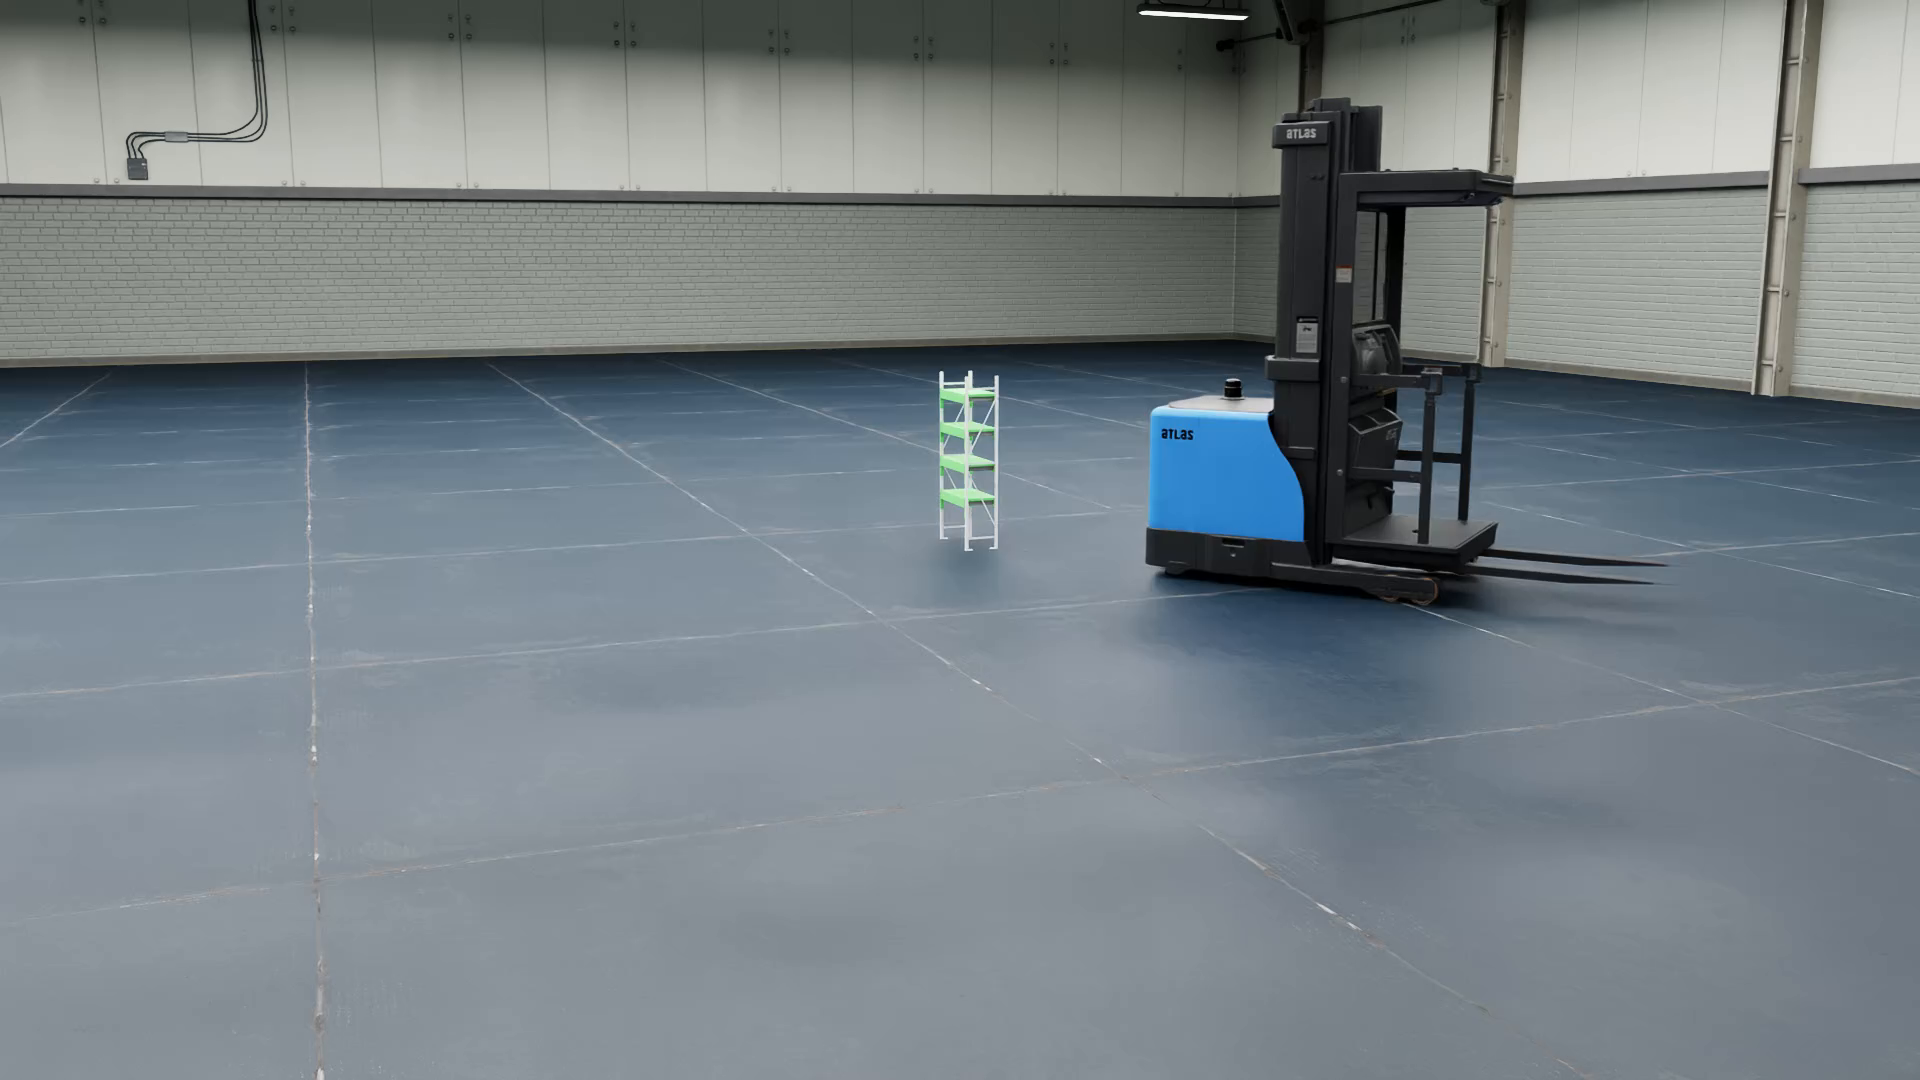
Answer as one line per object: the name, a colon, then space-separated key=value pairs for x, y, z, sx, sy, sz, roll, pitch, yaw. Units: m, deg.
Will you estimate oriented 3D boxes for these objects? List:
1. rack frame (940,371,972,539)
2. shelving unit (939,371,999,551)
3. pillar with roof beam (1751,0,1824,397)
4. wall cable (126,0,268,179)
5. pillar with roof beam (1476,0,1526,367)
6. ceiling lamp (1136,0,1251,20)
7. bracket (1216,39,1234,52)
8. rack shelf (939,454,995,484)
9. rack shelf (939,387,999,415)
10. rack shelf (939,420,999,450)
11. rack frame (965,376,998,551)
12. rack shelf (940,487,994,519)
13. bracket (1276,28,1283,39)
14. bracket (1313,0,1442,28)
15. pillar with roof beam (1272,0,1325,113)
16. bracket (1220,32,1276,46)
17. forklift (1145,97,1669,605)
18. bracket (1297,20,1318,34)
rack frame: x=-0.028 y=-0.604 z=11.887 sx=0.240 sy=1.200 sz=0.015 roll=-4 pitch=11 yaw=-21
shelving unit: x=0.060 y=-0.564 z=11.663 sx=0.258 sy=1.200 sz=0.503 roll=-4 pitch=11 yaw=-21
pillar with roof beam: x=7.382 y=-6.197 z=21.062 sx=9.100 sy=9.000 sz=0.400 roll=-4 pitch=11 yaw=-21
wall cable: x=-13.294 y=-9.269 z=28.621 sx=2.305 sy=6.003 sz=0.169 roll=-4 pitch=11 yaw=-21
pillar with roof beam: x=5.208 y=-7.176 z=26.568 sx=9.100 sy=9.000 sz=0.548 roll=-4 pitch=11 yaw=-21
ceiling lamp: x=3.823 y=-10.357 z=27.783 sx=2.000 sy=3.185 sz=0.800 roll=-4 pitch=11 yaw=-21
bracket: x=5.706 y=-10.633 z=35.723 sx=0.235 sy=0.232 sz=0.430 roll=-4 pitch=11 yaw=-21
rack shelf: x=0.060 y=-0.501 z=11.674 sx=0.258 sy=0.148 sz=0.480 roll=-4 pitch=11 yaw=-21
rack shelf: x=0.060 y=-0.973 z=11.590 sx=0.258 sy=0.148 sz=0.480 roll=-4 pitch=11 yaw=-21
rack shelf: x=0.060 y=-0.737 z=11.632 sx=0.258 sy=0.148 sz=0.480 roll=-4 pitch=11 yaw=-21
rack frame: x=0.148 y=-0.524 z=11.439 sx=0.240 sy=1.200 sz=0.015 roll=-4 pitch=11 yaw=-21
rack shelf: x=0.060 y=-0.265 z=11.716 sx=0.258 sy=0.148 sz=0.480 roll=-4 pitch=11 yaw=-21
bracket: x=6.565 y=-10.246 z=33.549 sx=0.235 sy=0.232 sz=0.430 roll=-4 pitch=11 yaw=-21
bracket: x=7.799 y=-9.690 z=30.423 sx=0.076 sy=0.066 sz=4.783 roll=-4 pitch=11 yaw=-21
pillar with roof beam: x=3.034 y=-8.156 z=32.074 sx=9.100 sy=9.000 sz=0.548 roll=-4 pitch=11 yaw=-21
bracket: x=5.920 y=-10.537 z=35.181 sx=0.076 sy=0.066 sz=3.189 roll=-4 pitch=11 yaw=-21
forklift: x=2.727 y=-1.165 z=10.101 sx=3.031 sy=2.935 sz=1.130 roll=6 pitch=12 yaw=29
bracket: x=6.866 y=-10.111 z=32.787 sx=0.235 sy=0.232 sz=0.430 roll=-4 pitch=11 yaw=-21
